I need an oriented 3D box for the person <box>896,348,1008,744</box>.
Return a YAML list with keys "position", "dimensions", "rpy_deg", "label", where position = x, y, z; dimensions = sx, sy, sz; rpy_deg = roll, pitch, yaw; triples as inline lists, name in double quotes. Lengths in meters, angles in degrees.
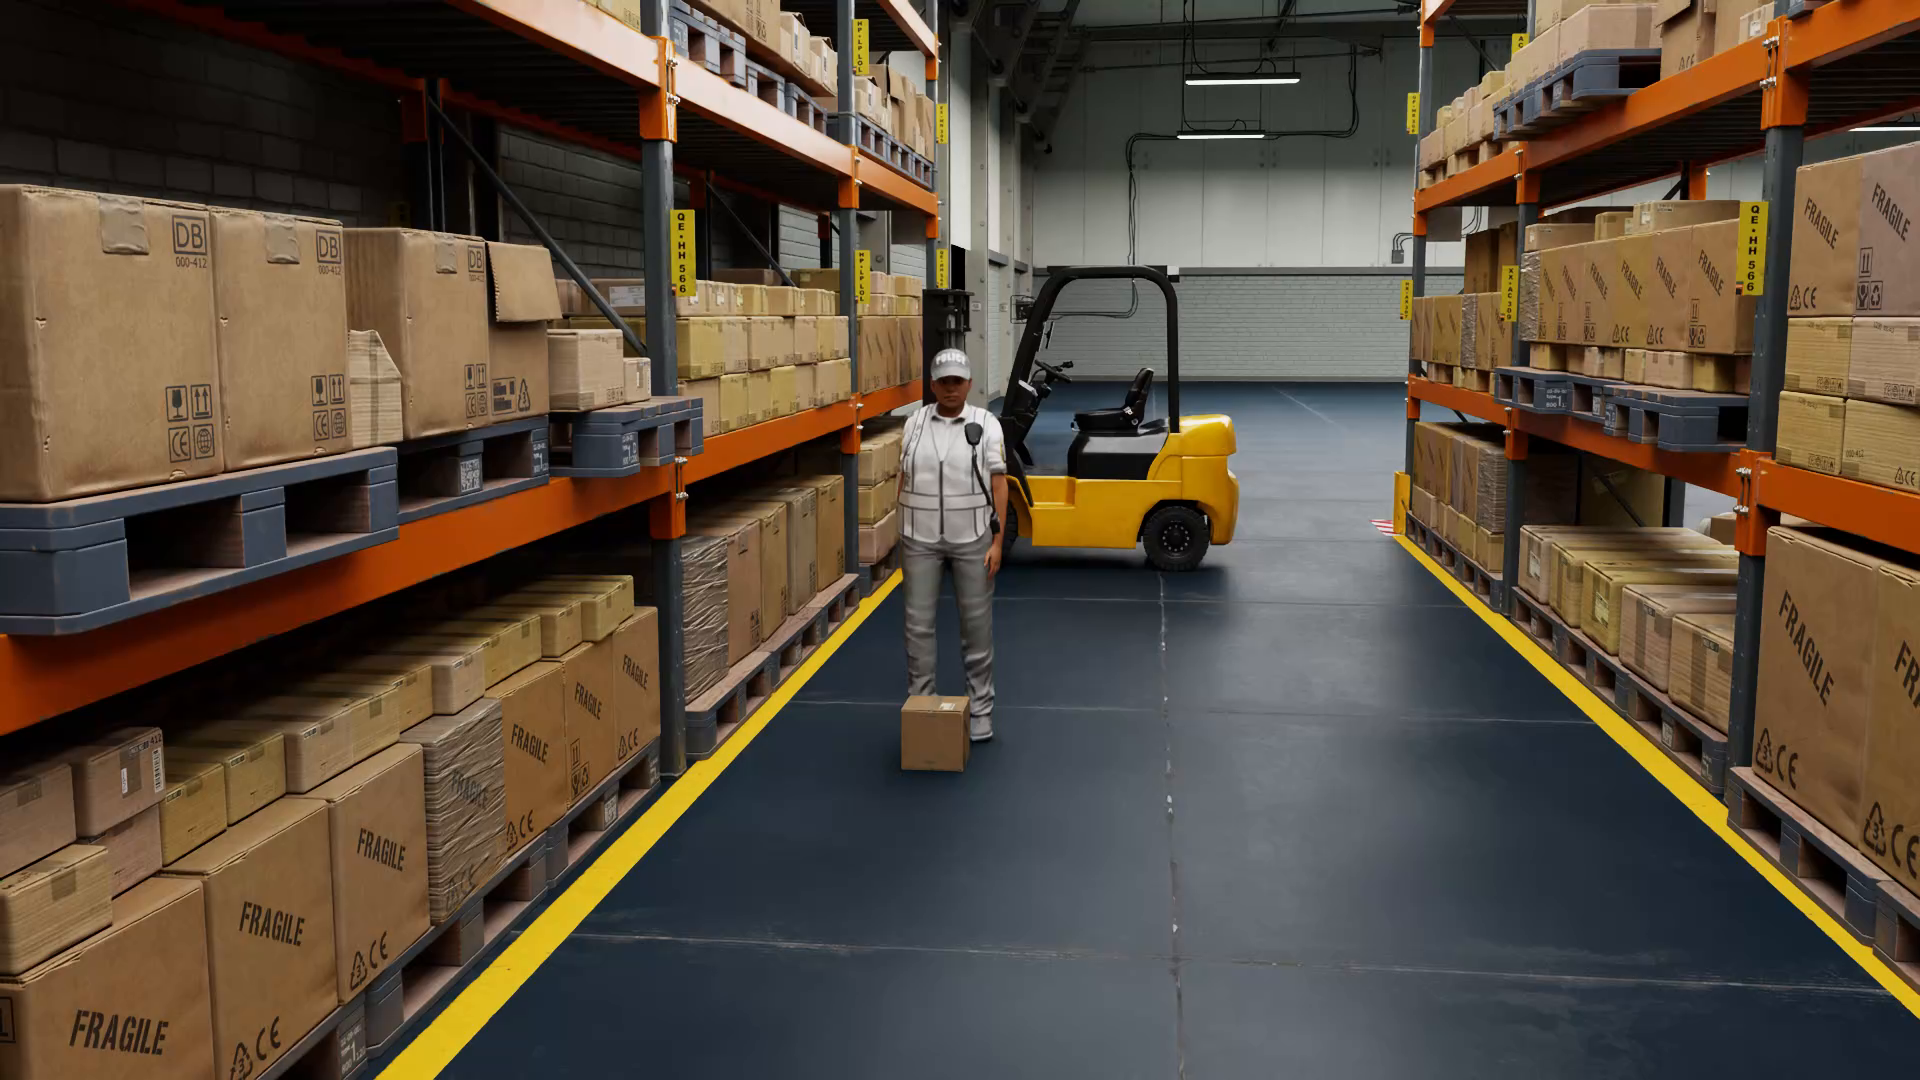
- position: [-0.036, 0.028, 7.112]
  dimensions: [0.477, 1.682, 0.401]
  rpy_deg: [1, 8, 7]
  label: "person"
